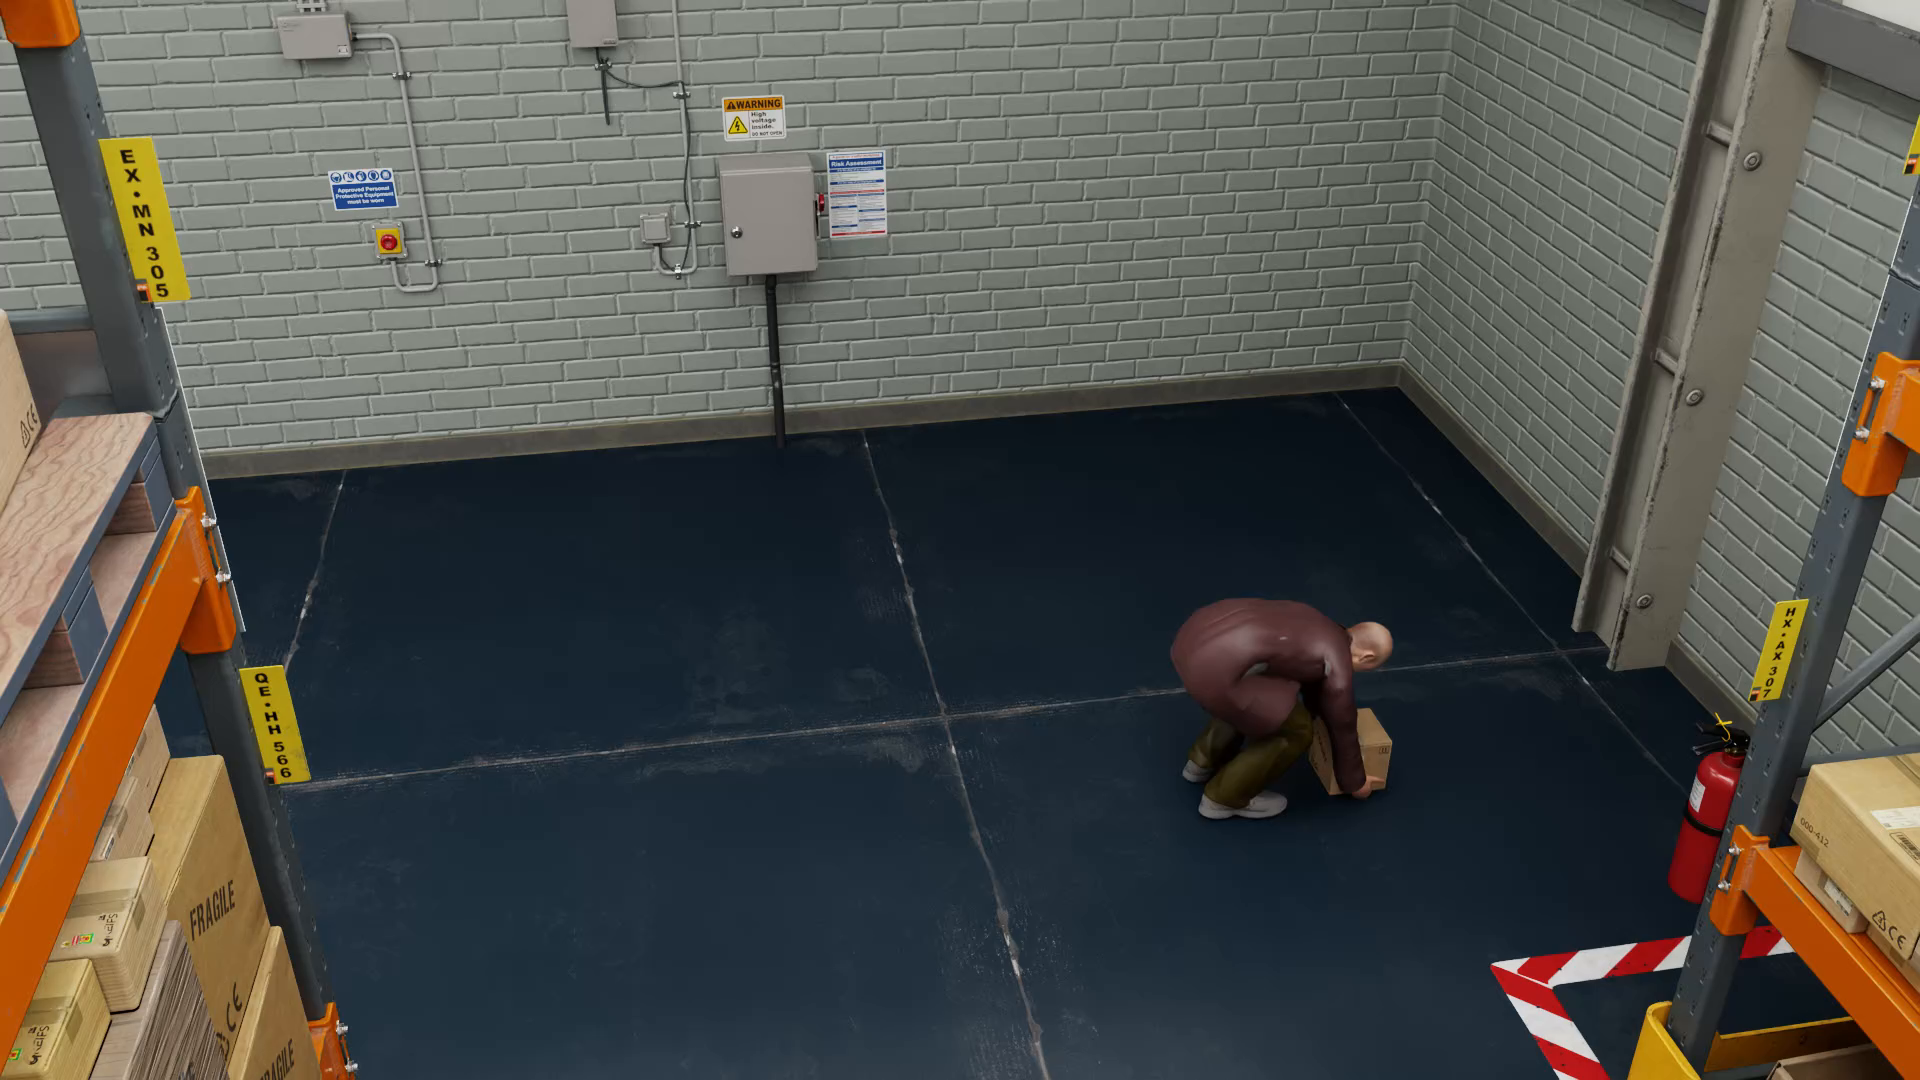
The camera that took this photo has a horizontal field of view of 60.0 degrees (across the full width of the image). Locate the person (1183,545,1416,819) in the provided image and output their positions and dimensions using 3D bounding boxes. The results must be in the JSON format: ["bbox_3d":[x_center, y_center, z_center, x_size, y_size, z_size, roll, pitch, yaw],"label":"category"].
[{"bbox_3d":[1.368,0.559,6.821,0.948,1.140,0.568,-6,31,-11],"label":"person"}]
